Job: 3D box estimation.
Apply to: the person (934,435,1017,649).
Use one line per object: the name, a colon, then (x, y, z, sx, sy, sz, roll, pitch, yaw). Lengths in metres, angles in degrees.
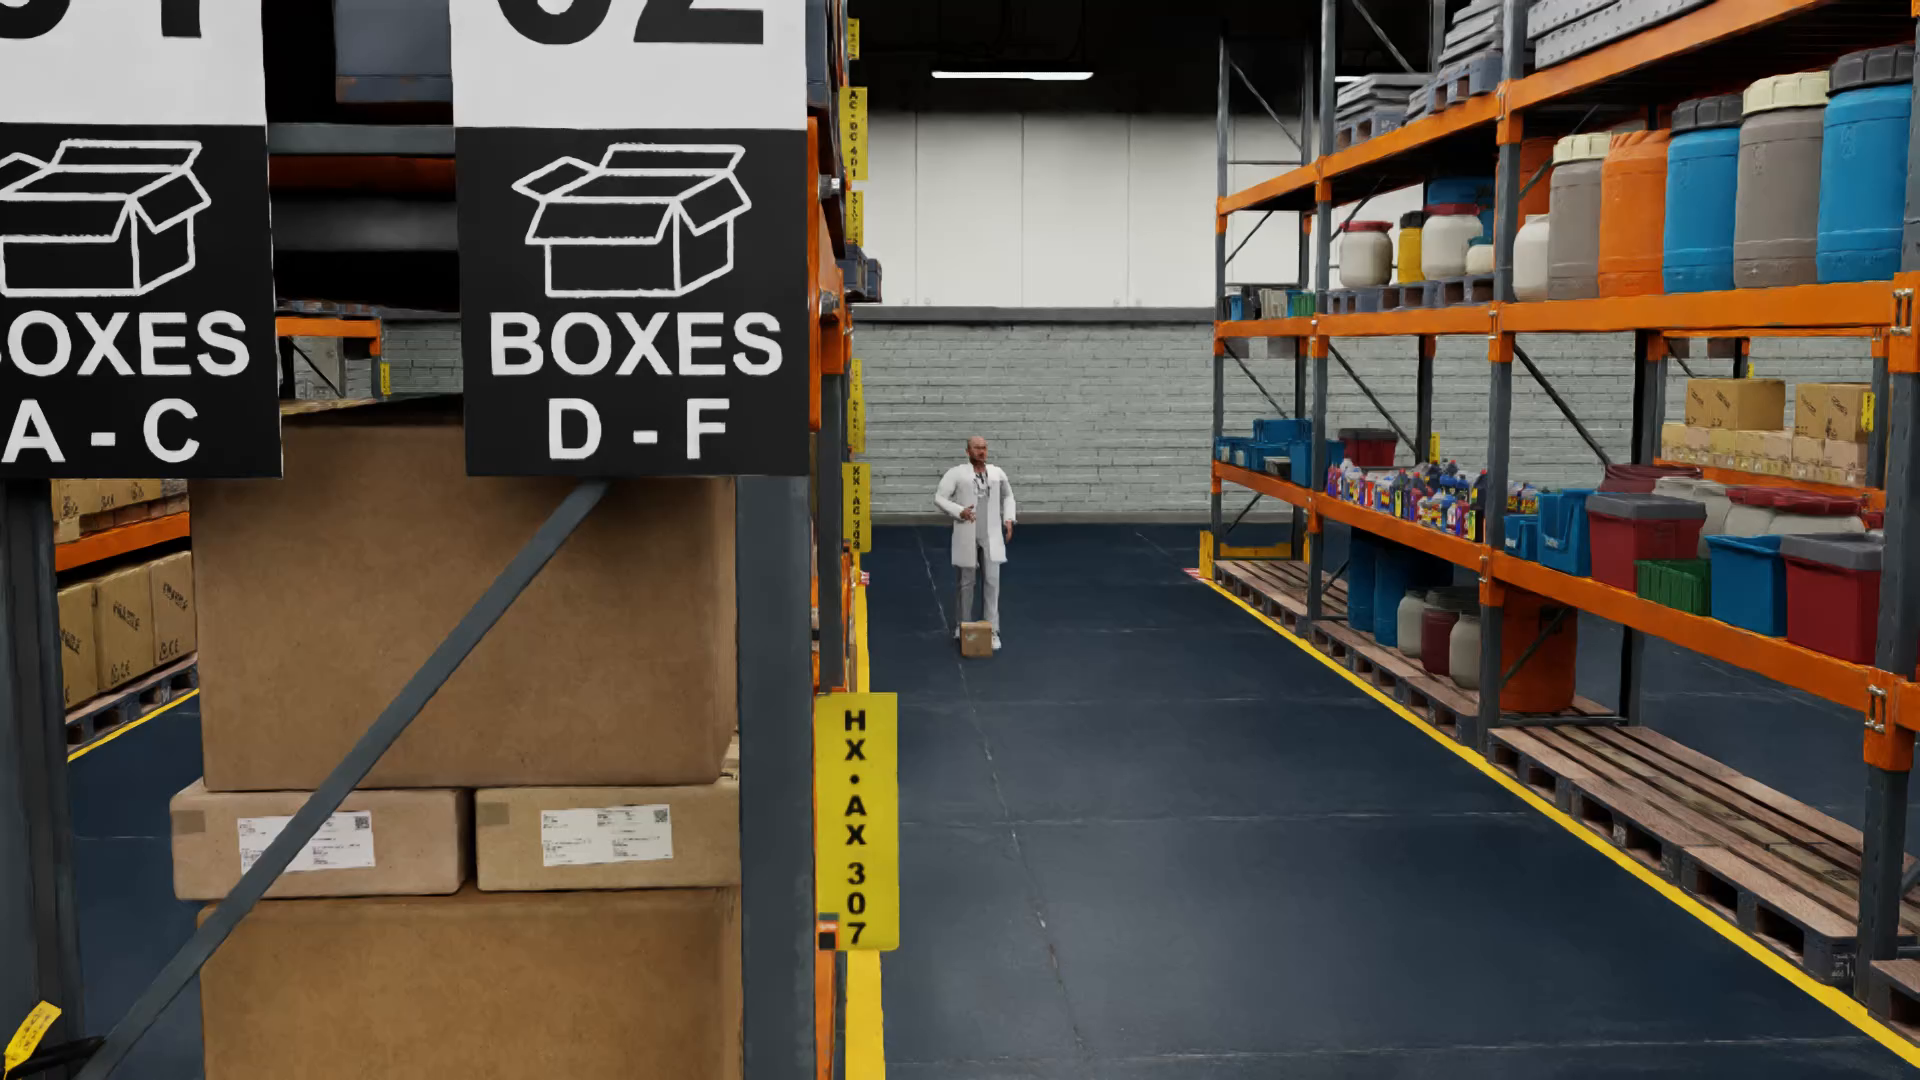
person: (0.180, 0.012, 14.311, 0.760, 1.779, 0.782, -2, 7, -13)
